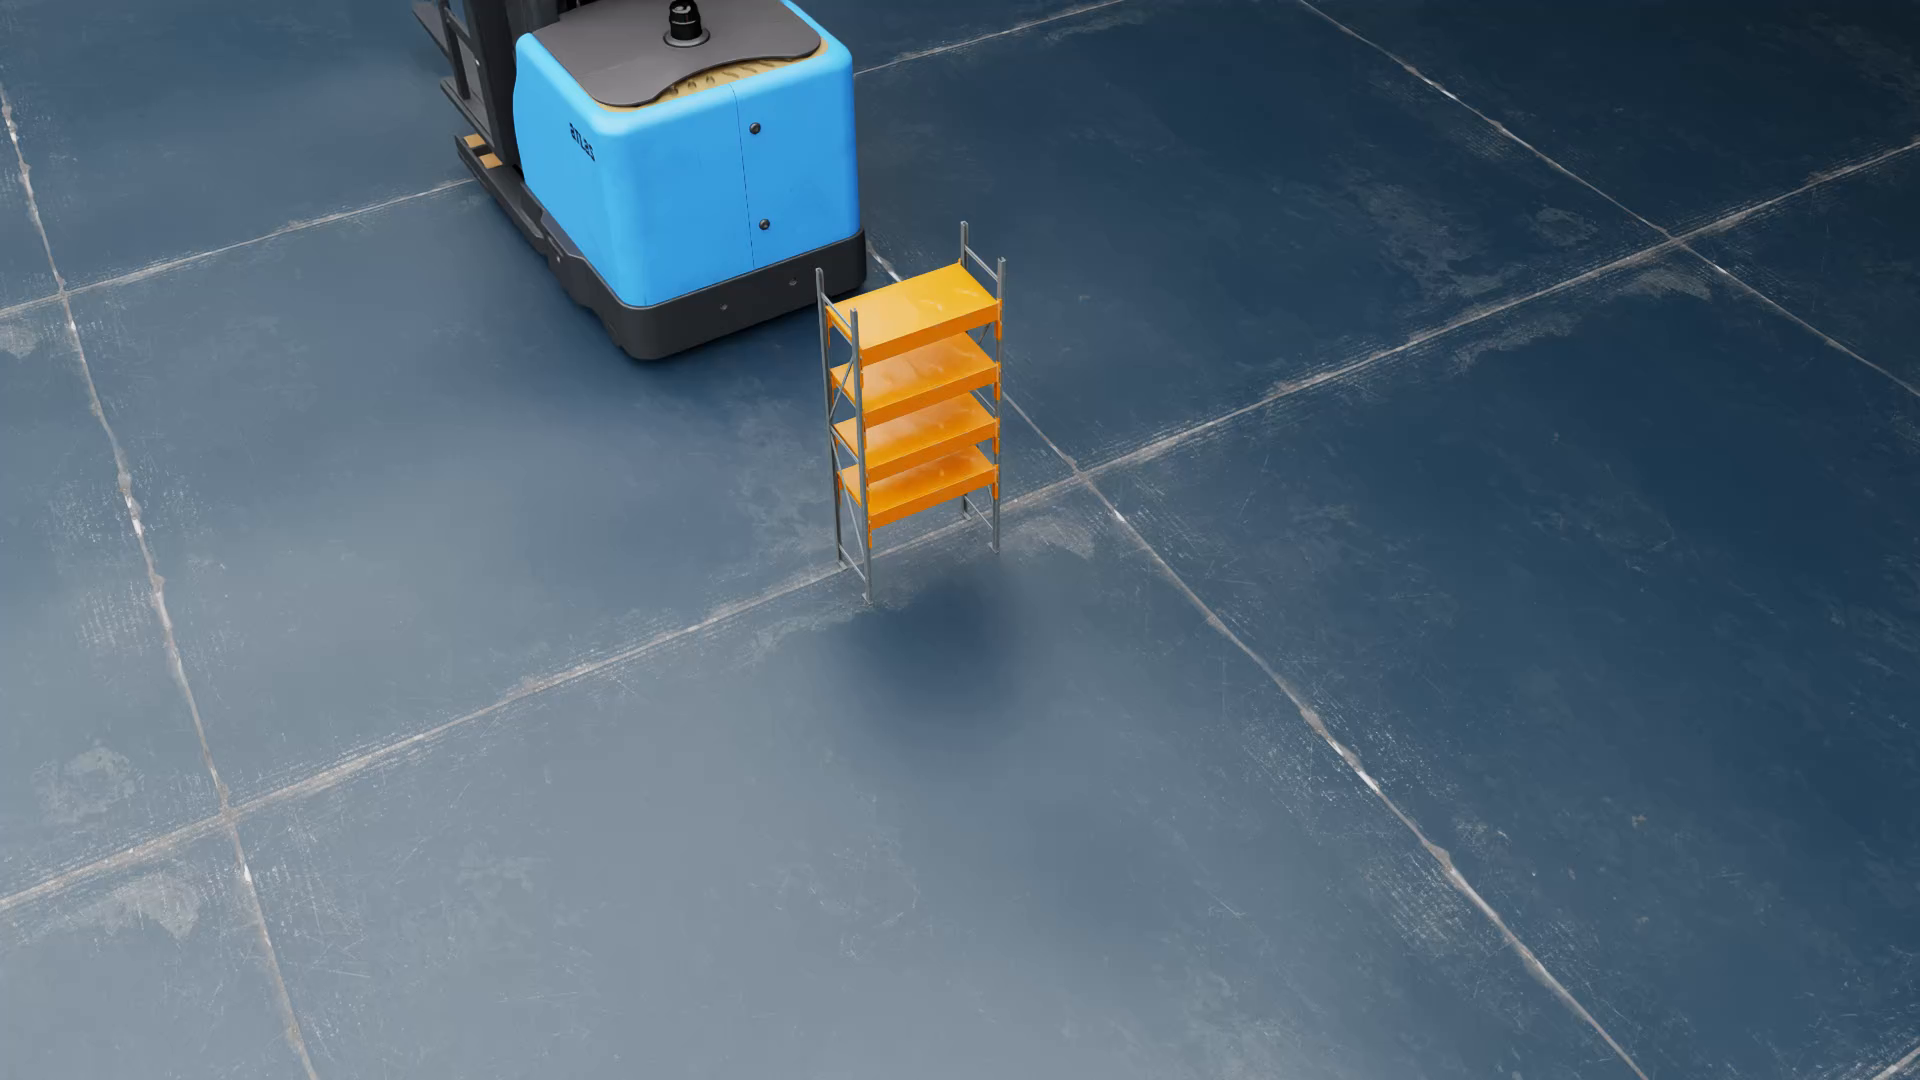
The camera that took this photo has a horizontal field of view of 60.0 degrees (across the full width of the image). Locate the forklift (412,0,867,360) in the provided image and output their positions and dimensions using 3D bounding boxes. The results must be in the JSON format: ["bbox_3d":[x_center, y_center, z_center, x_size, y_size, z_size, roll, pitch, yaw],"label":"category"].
[{"bbox_3d":[-1.589,-2.746,6.475,1.130,2.935,3.031,-24,49,-23],"label":"forklift"}]

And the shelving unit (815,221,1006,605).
[{"bbox_3d":[-0.144,-0.373,5.273,0.503,1.200,0.258,-22,48,-21],"label":"shelving unit"}]

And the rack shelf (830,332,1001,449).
[{"bbox_3d":[-0.144,-0.485,5.164,0.480,0.148,0.258,-22,48,-21],"label":"rack shelf"}]

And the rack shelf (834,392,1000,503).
[{"bbox_3d":[-0.144,-0.325,5.320,0.480,0.148,0.258,-22,48,-21],"label":"rack shelf"}]

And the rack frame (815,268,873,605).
[{"bbox_3d":[-0.355,-0.288,5.186,0.015,1.200,0.240,-22,48,-21],"label":"rack frame"}]

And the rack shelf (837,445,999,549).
[{"bbox_3d":[-0.144,-0.182,5.458,0.480,0.148,0.258,-22,48,-21],"label":"rack shelf"}]

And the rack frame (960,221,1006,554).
[{"bbox_3d":[0.068,-0.458,5.360,0.015,1.200,0.240,-22,48,-21],"label":"rack frame"}]

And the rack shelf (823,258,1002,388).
[{"bbox_3d":[-0.144,-0.655,4.999,0.480,0.148,0.258,-22,48,-21],"label":"rack shelf"}]
